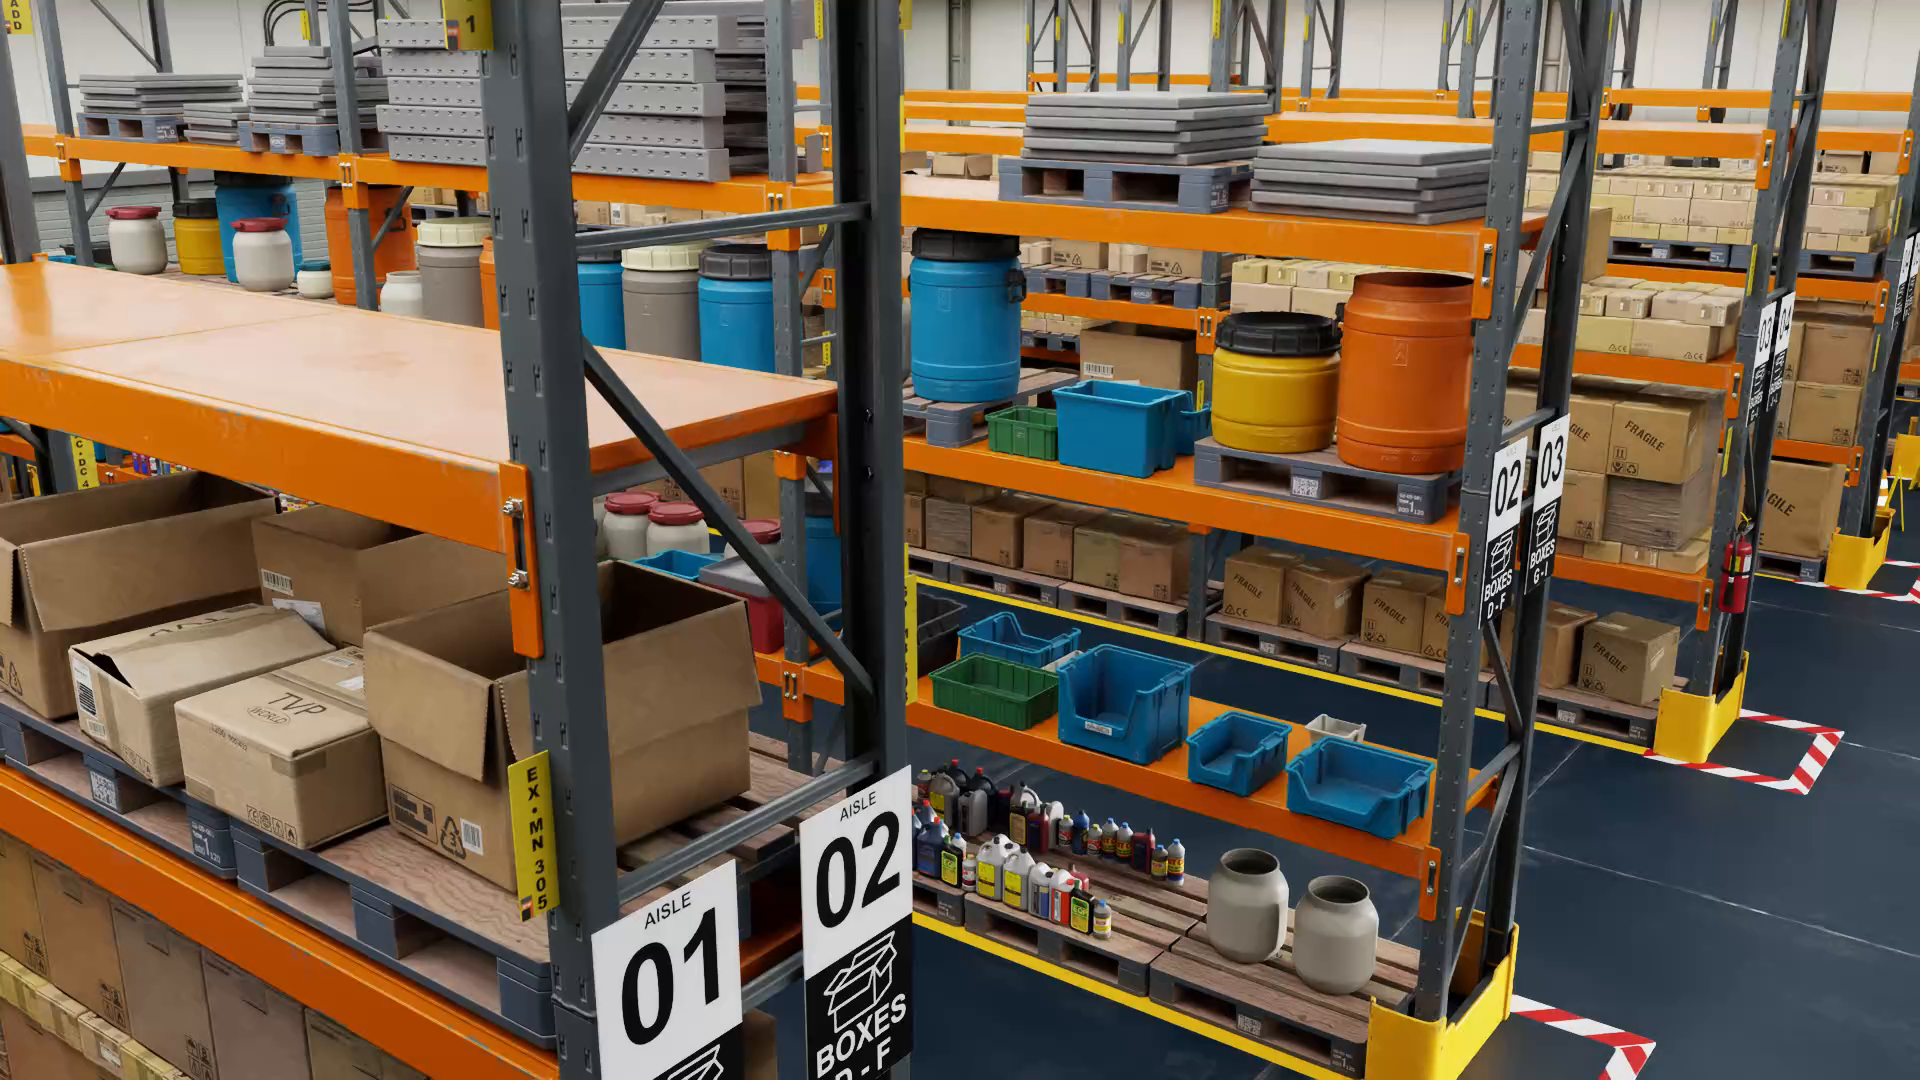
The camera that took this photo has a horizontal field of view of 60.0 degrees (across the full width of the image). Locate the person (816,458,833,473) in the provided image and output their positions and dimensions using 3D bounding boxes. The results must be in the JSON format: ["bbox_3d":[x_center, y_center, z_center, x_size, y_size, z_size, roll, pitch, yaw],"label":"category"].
[{"bbox_3d":[-1.084,-0.163,14.481,0.737,1.571,0.430,3,17,9],"label":"person"}]
